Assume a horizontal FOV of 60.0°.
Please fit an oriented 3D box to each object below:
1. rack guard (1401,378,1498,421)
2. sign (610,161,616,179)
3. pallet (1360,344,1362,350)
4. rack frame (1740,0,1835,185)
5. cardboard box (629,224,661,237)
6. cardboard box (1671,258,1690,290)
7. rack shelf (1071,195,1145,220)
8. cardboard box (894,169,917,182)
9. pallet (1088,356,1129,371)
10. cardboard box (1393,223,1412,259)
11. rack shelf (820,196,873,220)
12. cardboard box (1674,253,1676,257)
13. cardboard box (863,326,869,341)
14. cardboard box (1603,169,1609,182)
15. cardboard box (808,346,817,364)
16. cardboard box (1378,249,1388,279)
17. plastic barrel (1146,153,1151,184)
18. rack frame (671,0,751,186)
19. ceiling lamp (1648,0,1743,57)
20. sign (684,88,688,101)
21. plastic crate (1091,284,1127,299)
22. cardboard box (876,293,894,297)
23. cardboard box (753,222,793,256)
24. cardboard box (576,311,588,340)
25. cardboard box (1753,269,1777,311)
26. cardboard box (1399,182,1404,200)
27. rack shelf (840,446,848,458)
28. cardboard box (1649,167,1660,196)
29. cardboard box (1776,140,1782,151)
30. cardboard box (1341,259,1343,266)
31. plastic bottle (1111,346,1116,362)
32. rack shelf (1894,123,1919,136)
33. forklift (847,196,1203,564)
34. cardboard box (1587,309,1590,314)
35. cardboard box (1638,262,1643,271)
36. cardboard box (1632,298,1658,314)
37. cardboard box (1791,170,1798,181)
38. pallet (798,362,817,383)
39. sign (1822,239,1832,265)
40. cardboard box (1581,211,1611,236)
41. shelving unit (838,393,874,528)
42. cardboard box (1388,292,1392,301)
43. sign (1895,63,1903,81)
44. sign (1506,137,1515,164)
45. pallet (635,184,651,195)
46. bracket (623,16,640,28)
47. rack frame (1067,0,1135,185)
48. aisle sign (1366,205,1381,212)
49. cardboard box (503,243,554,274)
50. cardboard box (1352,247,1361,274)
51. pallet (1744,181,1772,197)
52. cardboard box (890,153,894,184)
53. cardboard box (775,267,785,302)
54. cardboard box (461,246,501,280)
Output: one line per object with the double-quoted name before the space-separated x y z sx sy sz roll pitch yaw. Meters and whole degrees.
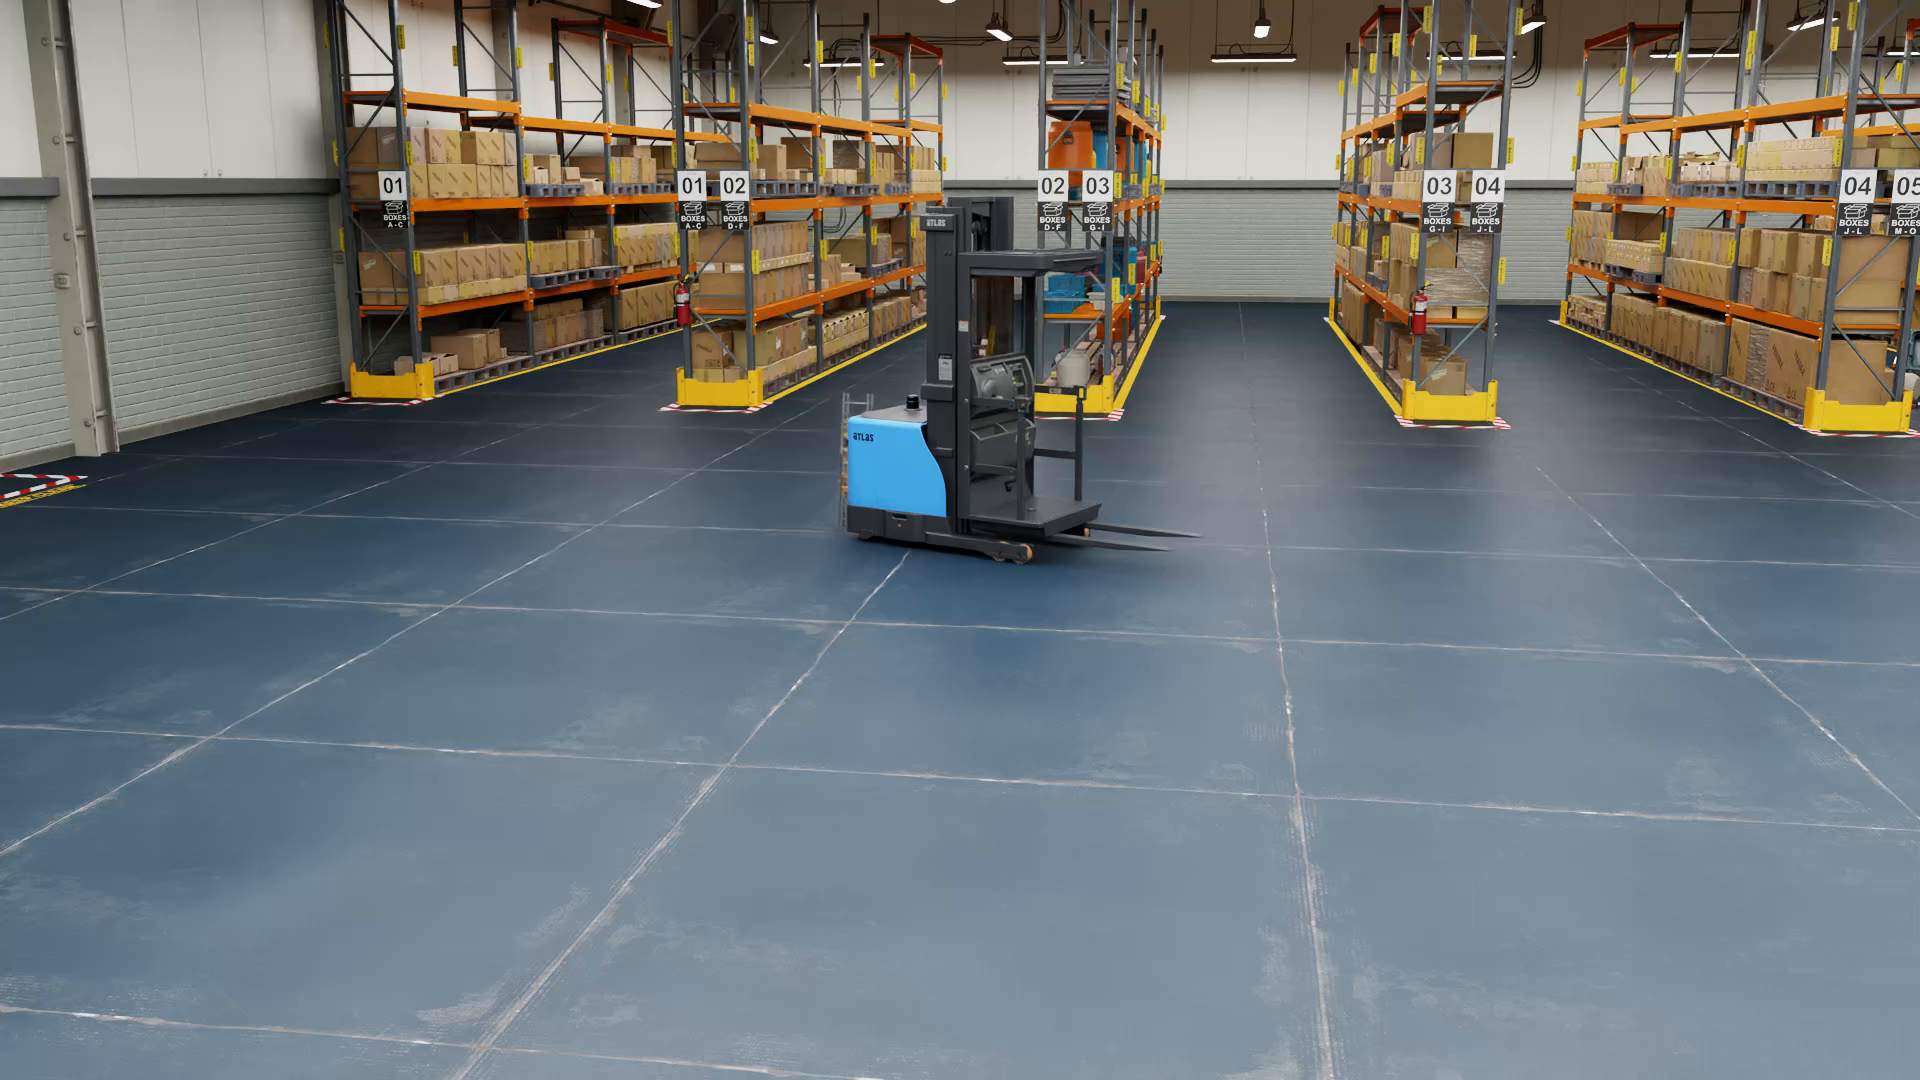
"rack guard" 6.439 -1.851 21.896 1.175 0.500 0.348 2 12 9
"sign" -6.489 -6.905 31.067 0.100 0.325 0.005 2 12 9
"pallet" 7.854 -3.521 30.331 1.003 0.211 1.213 2 12 9
"rack frame" 11.928 -6.641 23.947 1.000 3.000 0.127 2 12 9
"cardboard box" -6.396 -6.289 33.787 0.500 0.250 0.500 2 12 10
"cardboard box" 12.132 -4.399 27.548 0.500 0.500 0.500 2 12 8
"rack shelf" 2.457 -5.581 27.859 1.077 0.370 4.000 2 12 9
"cardboard box" -1.194 -7.608 34.723 0.500 0.250 0.500 2 12 9
"pallet" 2.231 -2.852 27.226 1.003 0.211 1.213 2 12 9
"cardboard box" 6.647 -4.383 24.396 0.500 0.500 0.500 2 12 9
"rack shelf" -2.437 -5.743 28.607 1.077 0.370 4.000 2 12 9
"cardboard box" 12.932 -5.027 29.595 0.380 0.149 0.250 2 12 9
"cardboard box" -1.970 -3.788 30.480 0.500 0.250 0.500 2 12 10
"cardboard box" 13.070 -7.223 32.939 0.500 0.250 0.500 1 12 6
"cardboard box" -2.600 -2.969 26.680 0.500 0.250 0.500 2 12 9
"cardboard box" 7.218 -4.509 27.056 0.797 0.503 0.637 3 13 14
"plastic barrel" 3.439 -7.283 32.603 0.600 0.588 0.600 0 12 0
"rack frame" -3.360 -6.312 22.420 1.000 3.000 0.127 2 12 9
"ceiling lamp" 16.698 -12.490 37.234 2.000 3.185 0.800 2 12 9
"sign" -6.342 -10.355 38.590 0.100 0.325 0.005 2 12 9
"plastic crate" 2.247 -3.738 25.073 0.499 0.251 0.616 2 12 9
"cardboard box" -1.707 -4.998 35.453 0.500 0.500 0.500 2 12 9
"cardboard box" -2.961 -4.593 25.367 0.700 0.500 0.500 2 12 9
"cardboard box" -7.278 -3.942 30.554 0.700 0.500 0.500 2 12 9
"cardboard box" 11.622 -3.480 23.167 0.875 0.550 0.550 2 12 9
"cardboard box" 6.557 -4.984 23.736 0.500 0.250 0.500 1 12 6
"rack shelf" -0.930 -0.785 14.882 0.258 0.103 0.180 3 4 8
"cardboard box" 12.444 -6.288 29.191 0.500 0.500 0.500 2 12 9
"cardboard box" 11.342 -5.366 22.621 0.380 0.149 0.250 2 12 9
"cardboard box" 8.234 -5.827 35.008 0.380 0.149 0.250 2 12 10
"plastic bottle" 2.335 -2.827 25.735 0.144 0.351 0.185 2 12 7
"rack shelf" 17.758 -7.203 29.214 1.077 0.370 4.000 2 12 9
"forklift" 0.533 -1.362 13.856 3.031 2.935 1.130 8 14 31
"cardboard box" 13.297 -4.787 34.652 0.380 0.149 0.250 3 12 12
"cardboard box" 12.244 -4.846 29.459 0.380 0.149 0.250 2 12 10
"cardboard box" 12.550 -4.252 30.261 0.500 0.250 0.500 2 12 10
"cardboard box" 11.225 -4.818 21.971 0.380 0.149 0.250 2 12 9
"pallet" -2.909 -2.684 26.448 1.003 0.211 1.213 2 12 9
"sign" 10.779 -3.578 20.664 0.100 0.325 0.005 2 12 9
"cardboard box" 13.269 -6.591 34.642 0.500 0.500 0.500 2 12 7
"shelving unit" -0.933 -0.710 14.887 0.258 1.200 0.189 3 4 8
"cardboard box" 6.661 -3.680 25.047 0.380 0.149 0.250 2 12 9
"sign" 17.521 -8.724 31.020 0.100 0.325 0.005 2 12 9
"sign" 6.964 -4.933 21.070 0.100 0.325 0.005 2 12 9
"pallet" -6.809 -6.947 32.935 1.003 0.211 1.213 2 12 11
"bracket" -6.870 -10.805 34.725 0.235 0.232 0.430 2 12 9
"rack frame" 2.149 -6.983 25.535 1.000 3.000 0.127 2 12 9
"aisle sign" 9.196 -7.664 36.765 0.394 0.787 0.004 2 12 9
"cardboard box" -7.435 -4.856 28.625 0.700 0.500 0.500 3 13 14
"cardboard box" 7.879 -5.412 32.247 0.500 0.500 0.500 2 12 9
"pallet" 11.792 -4.961 23.484 1.003 0.211 1.213 2 12 9
"cardboard box" -1.665 -7.544 33.786 0.600 0.600 0.600 1 12 3
"cardboard box" -3.040 -3.847 24.986 0.700 0.500 0.500 2 12 10
"cardboard box" -7.567 -4.357 26.121 0.500 0.500 0.500 2 12 7
